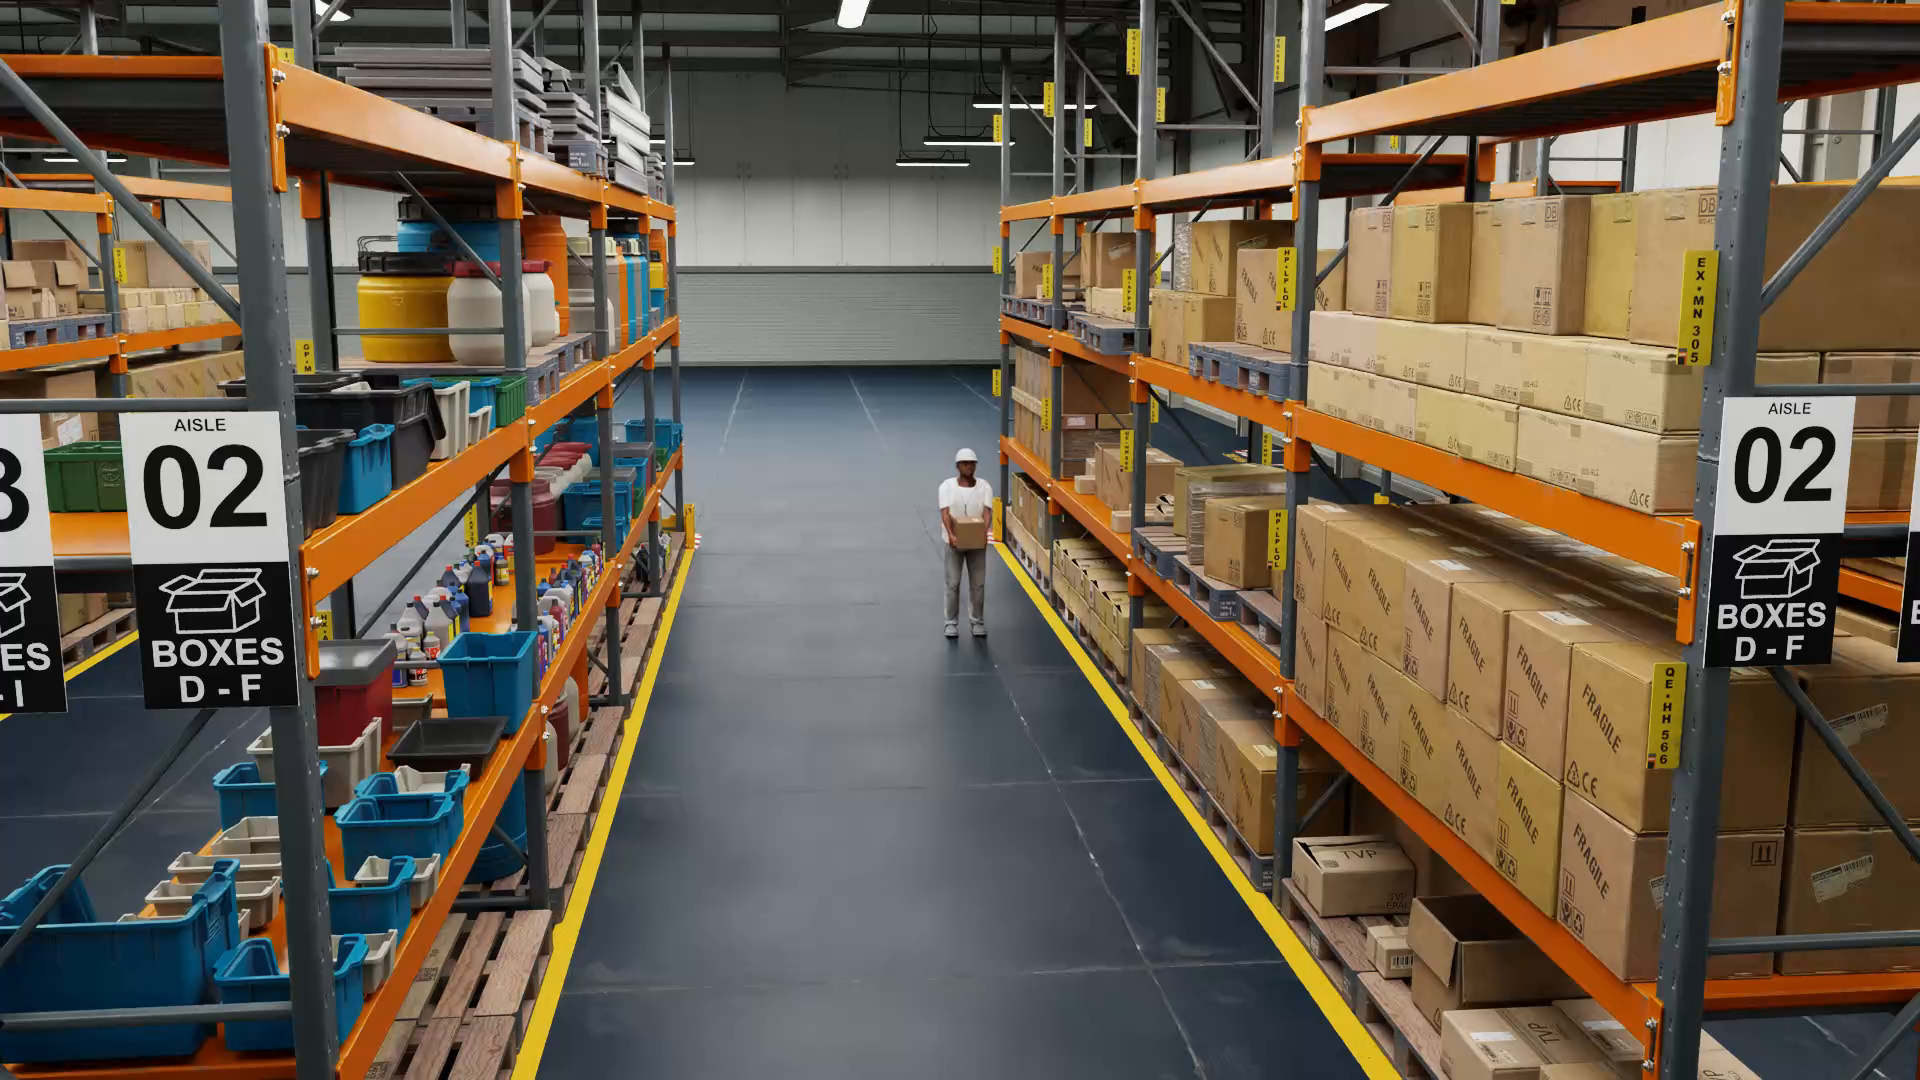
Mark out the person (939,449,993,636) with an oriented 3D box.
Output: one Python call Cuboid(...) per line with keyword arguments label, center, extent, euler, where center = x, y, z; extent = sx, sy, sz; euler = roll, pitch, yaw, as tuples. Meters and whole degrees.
Cuboid(label="person", center=(0.067, 0.040, 15.606), extent=(0.510, 1.767, 0.575), euler=(-1, 10, -6))
